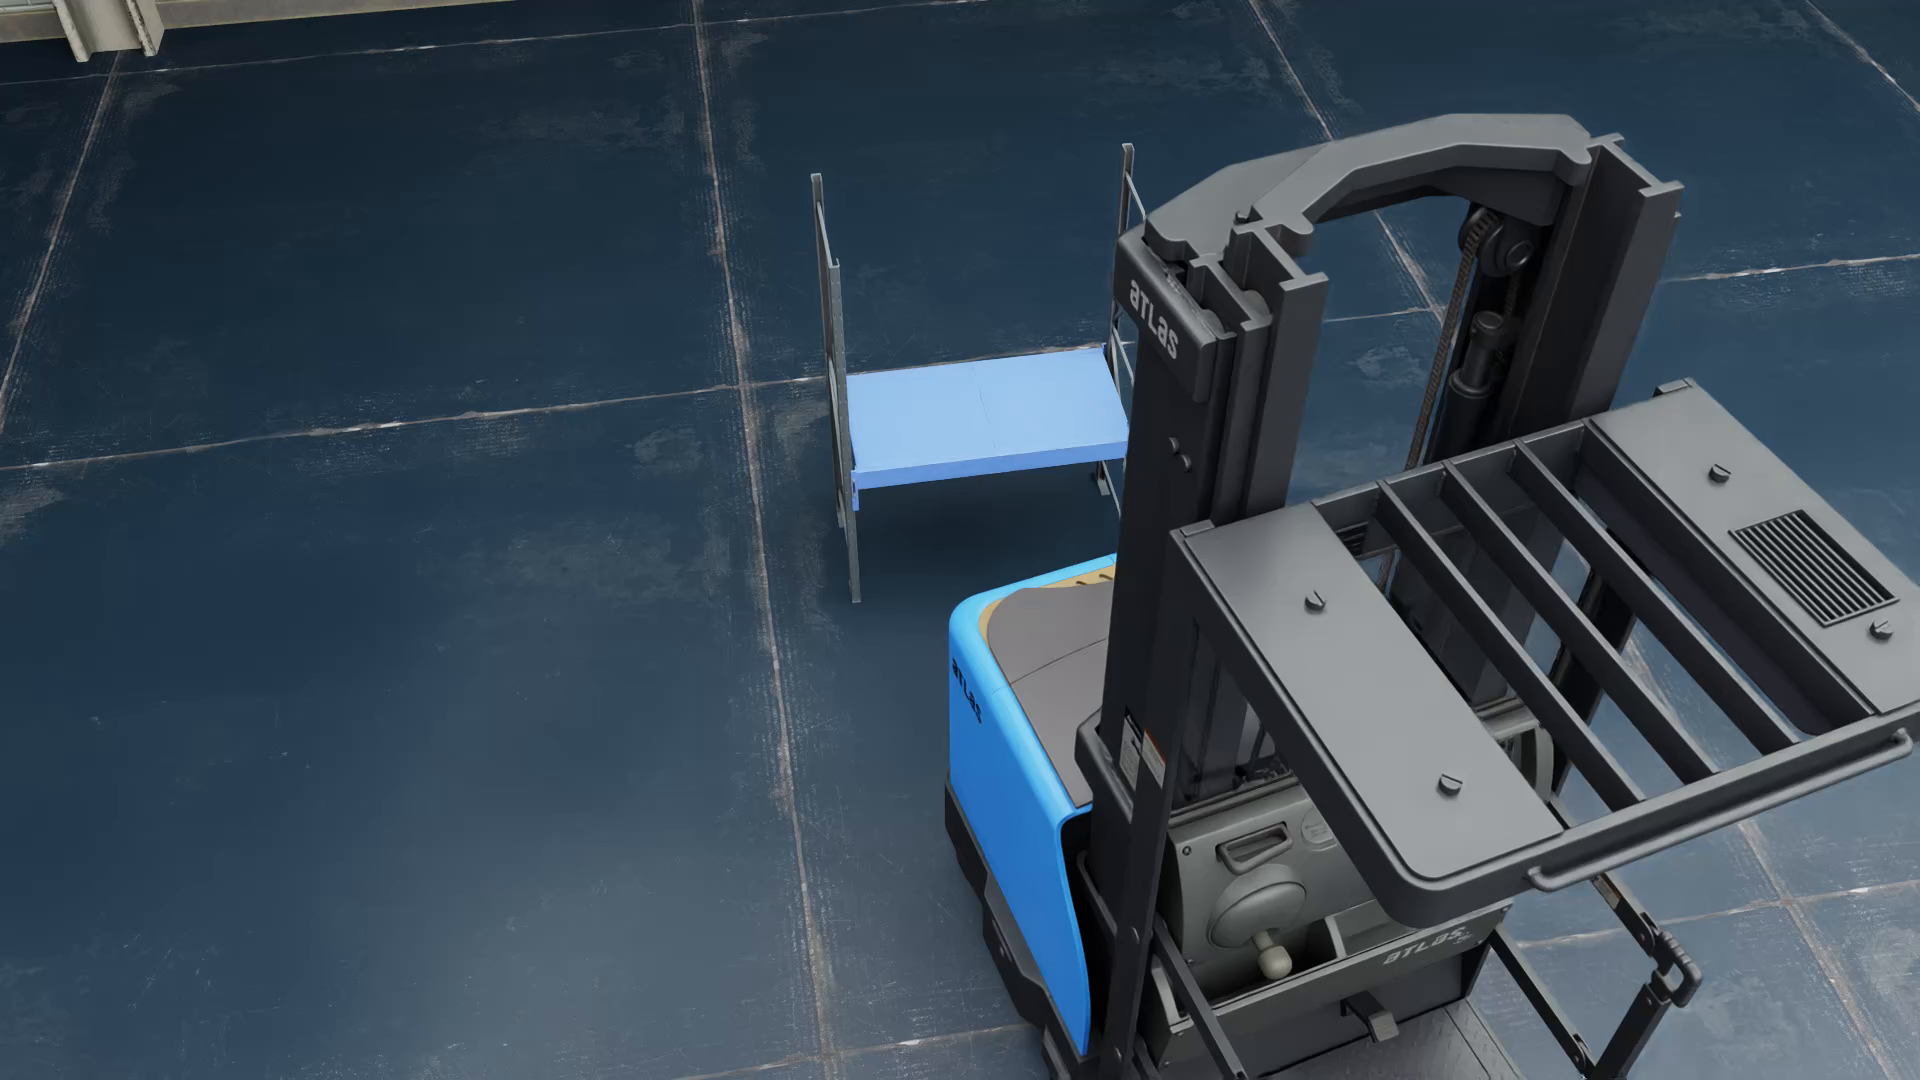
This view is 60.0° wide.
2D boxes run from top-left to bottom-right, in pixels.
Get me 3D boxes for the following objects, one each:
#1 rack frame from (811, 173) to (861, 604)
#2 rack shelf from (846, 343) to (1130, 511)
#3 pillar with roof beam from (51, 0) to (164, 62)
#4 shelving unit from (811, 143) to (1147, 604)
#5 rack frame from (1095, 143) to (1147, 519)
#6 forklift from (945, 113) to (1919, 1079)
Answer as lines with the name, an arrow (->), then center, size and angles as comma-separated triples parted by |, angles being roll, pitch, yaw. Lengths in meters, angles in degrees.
rack frame -> -0.417, -0.468, 5.660 | 0.032, 1.500, 0.500 | -7, 46, -7
rack shelf -> 0.084, -0.406, 5.850 | 1.000, 0.185, 0.538 | -7, 46, -7
pillar with roof beam -> -3.690, -2.686, 2.589 | 0.400, 9.000, 9.100 | -7, 46, -7
shelving unit -> 0.084, -0.531, 5.720 | 1.048, 1.500, 0.538 | -7, 46, -7
rack frame -> 0.585, -0.593, 5.780 | 0.032, 1.500, 0.500 | -7, 46, -7
forklift -> 0.969, 0.757, 3.485 | 1.130, 2.935, 3.031 | -16, 48, -15
